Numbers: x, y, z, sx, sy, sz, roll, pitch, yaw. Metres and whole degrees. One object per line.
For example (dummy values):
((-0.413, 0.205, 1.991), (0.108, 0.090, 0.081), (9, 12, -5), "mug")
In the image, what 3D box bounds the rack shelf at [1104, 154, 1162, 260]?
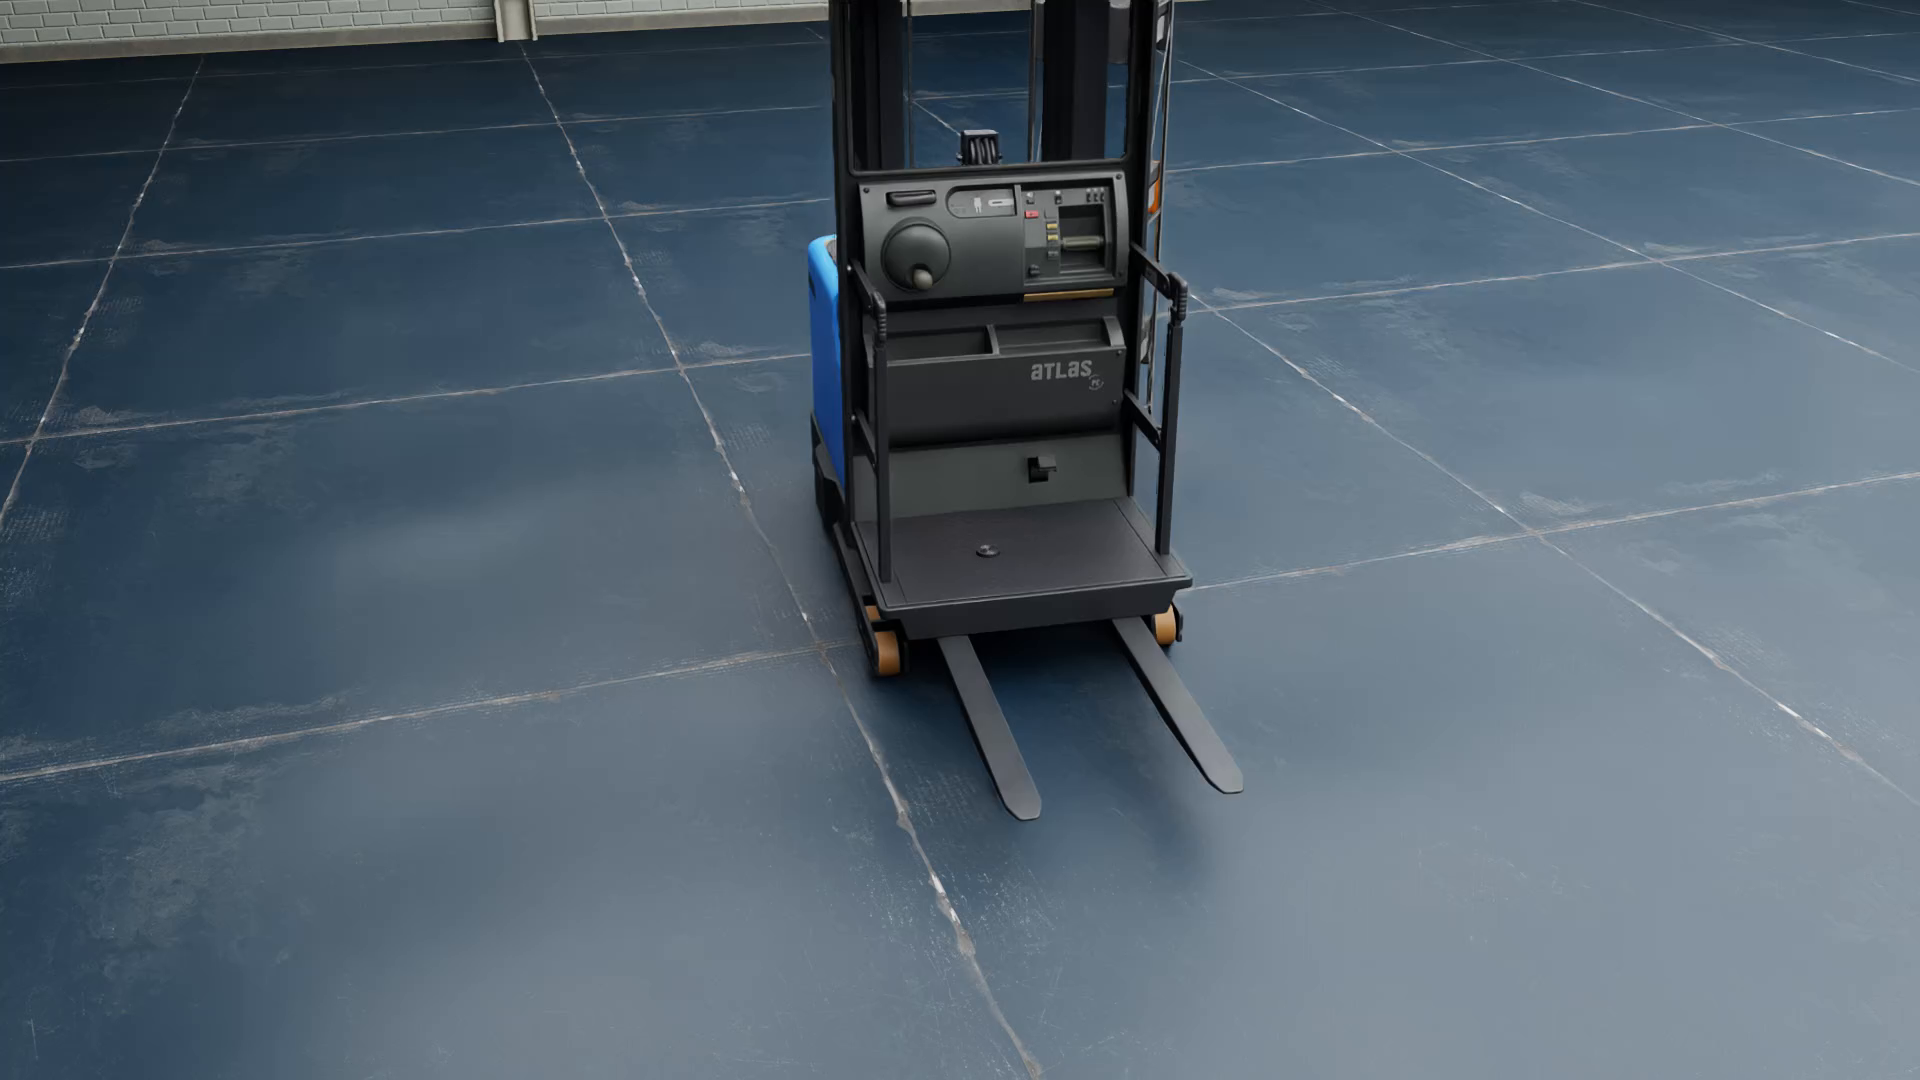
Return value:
((0.588, -1.398, 7.235), (0.480, 0.518, 0.431), (10, 28, 19), "rack shelf")

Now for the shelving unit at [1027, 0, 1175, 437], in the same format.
((0.588, -1.410, 7.229), (0.503, 2.100, 0.431), (10, 28, 19), "shelving unit")

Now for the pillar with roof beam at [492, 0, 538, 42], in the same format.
((-3.249, -7.396, 11.527), (0.400, 9.000, 9.100), (-8, 28, -16), "pillar with roof beam")

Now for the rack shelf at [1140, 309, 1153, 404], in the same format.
((0.588, -0.771, 7.546), (0.480, 0.518, 0.431), (10, 28, 19), "rack shelf")

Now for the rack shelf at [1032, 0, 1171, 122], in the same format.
((0.588, -2.025, 6.924), (0.480, 0.518, 0.431), (10, 28, 19), "rack shelf")

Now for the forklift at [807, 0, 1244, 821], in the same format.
((0.170, -1.017, 5.502), (1.130, 2.935, 3.031), (-6, 27, -11), "forklift")

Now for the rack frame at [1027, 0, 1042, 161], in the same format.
((0.360, -1.449, 7.307), (0.015, 2.100, 0.400), (10, 28, 19), "rack frame")

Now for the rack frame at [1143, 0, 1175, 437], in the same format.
((0.816, -1.372, 7.151), (0.015, 2.100, 0.400), (10, 28, 19), "rack frame")
